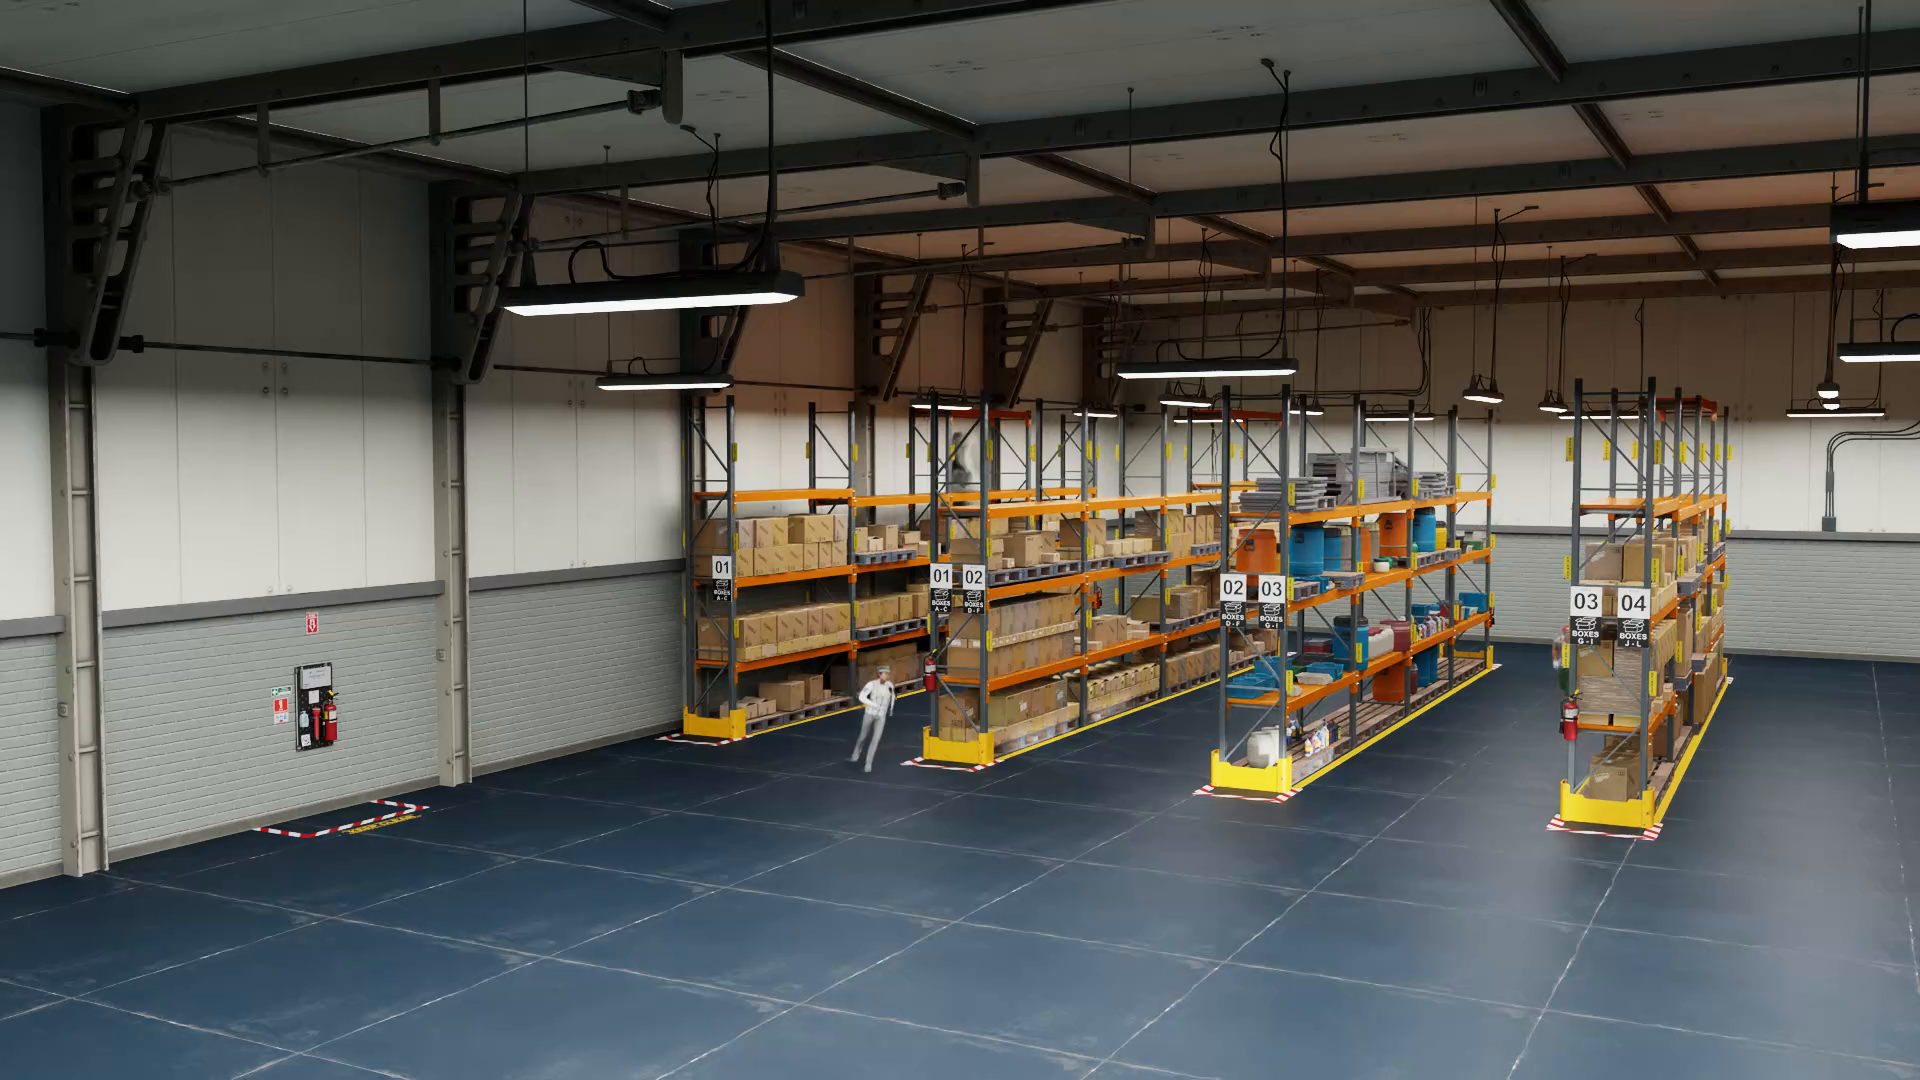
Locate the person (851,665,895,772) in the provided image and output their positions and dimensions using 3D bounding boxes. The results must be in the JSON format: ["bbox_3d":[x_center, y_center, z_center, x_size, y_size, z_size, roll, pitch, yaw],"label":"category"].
[{"bbox_3d":[-1.333,2.791,26.433,0.689,1.629,0.964,-1,3,-16],"label":"person"}]

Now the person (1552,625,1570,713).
[{"bbox_3d":[11.795,2.475,32.174,0.656,1.715,0.848,2,3,28],"label":"person"}]
